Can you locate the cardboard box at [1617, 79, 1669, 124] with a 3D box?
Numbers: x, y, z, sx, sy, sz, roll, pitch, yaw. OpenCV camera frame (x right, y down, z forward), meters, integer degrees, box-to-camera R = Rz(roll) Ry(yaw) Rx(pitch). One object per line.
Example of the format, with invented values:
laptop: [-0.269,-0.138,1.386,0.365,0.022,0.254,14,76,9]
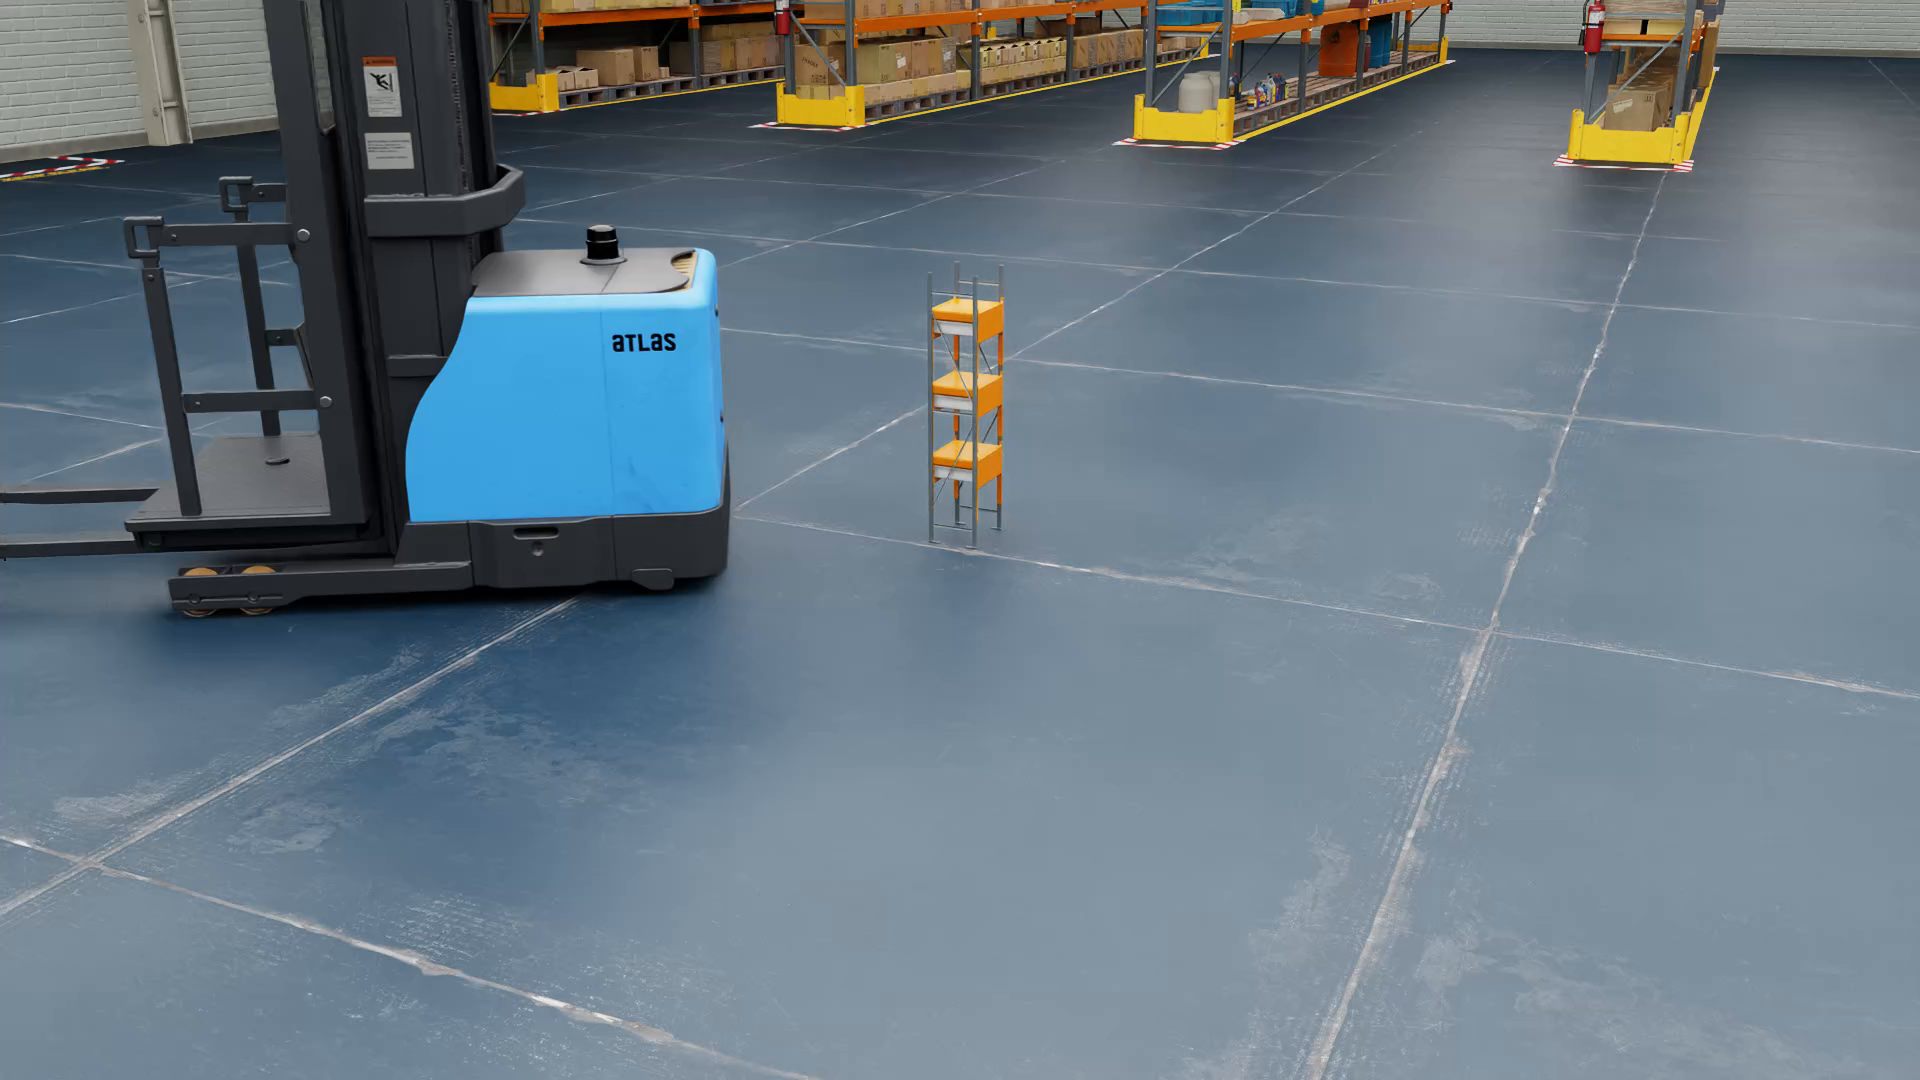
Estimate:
cardboard box: [7.976,-5.124,19.504,0.500,0.500,0.500,11,22,28]

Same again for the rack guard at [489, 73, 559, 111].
rack guard: [-6.308,-6.424,23.785,1.175,0.500,0.348,9,21,23]

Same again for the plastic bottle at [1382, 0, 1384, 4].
plastic bottle: [7.016,-9.118,27.815,0.152,0.276,0.135,9,21,23]

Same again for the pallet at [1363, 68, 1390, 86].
pallet: [6.761,-7.969,28.561,1.003,0.211,1.213,9,21,23]

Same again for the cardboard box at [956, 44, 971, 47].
cardboard box: [-0.068,-7.612,26.036,0.500,0.311,0.500,9,22,24]

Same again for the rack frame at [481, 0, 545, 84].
rack frame: [-6.339,-7.578,23.301,1.000,3.000,0.127,9,21,23]

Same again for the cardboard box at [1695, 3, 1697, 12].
cardboard box: [8.266,-6.505,19.691,0.875,0.500,0.500,9,21,23]

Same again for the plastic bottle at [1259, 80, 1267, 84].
plastic bottle: [4.113,-6.083,22.505,0.152,0.276,0.135,9,21,23]

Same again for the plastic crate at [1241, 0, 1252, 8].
plastic crate: [4.007,-7.270,22.526,0.767,0.338,0.504,9,21,23]

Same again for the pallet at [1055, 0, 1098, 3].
pallet: [1.672,-9.472,28.911,1.213,0.211,1.003,9,21,23]

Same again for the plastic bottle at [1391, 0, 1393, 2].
plastic bottle: [7.336,-9.357,28.487,0.152,0.276,0.135,9,21,23]

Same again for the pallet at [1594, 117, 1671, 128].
pallet: [8.115,-4.864,19.830,1.003,0.211,1.213,9,21,23]

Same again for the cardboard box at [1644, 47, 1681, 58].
cardboard box: [10.039,-6.995,23.616,0.500,0.250,0.500,11,22,29]

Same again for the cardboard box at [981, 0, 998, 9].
cardboard box: [0.369,-8.247,25.556,0.380,0.149,0.250,9,21,23]

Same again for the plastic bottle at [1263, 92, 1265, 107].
plastic bottle: [3.948,-5.785,21.778,0.097,0.201,0.097,0,20,0]

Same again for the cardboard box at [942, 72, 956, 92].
cardboard box: [-0.384,-6.701,24.313,0.500,0.250,0.500,9,21,23]

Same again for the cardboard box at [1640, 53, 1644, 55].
cardboard box: [10.238,-6.807,24.206,0.700,0.500,0.500,7,21,20]

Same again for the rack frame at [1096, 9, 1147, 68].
rack frame: [3.096,-10.568,31.708,1.000,3.000,0.127,9,21,23]

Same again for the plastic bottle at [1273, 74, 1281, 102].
plastic bottle: [4.258,-6.106,22.457,0.144,0.351,0.185,7,21,20]

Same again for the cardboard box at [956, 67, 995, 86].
cardboard box: [0.211,-7.114,25.473,0.500,0.250,0.500,8,21,21]

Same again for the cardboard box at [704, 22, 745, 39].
cardboard box: [-4.028,-8.706,28.426,0.500,0.250,0.500,8,21,21]

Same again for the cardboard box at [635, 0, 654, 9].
cardboard box: [-5.022,-8.246,25.373,0.500,0.250,0.500,8,21,22]

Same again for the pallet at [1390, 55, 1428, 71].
pallet: [8.377,-9.178,31.960,1.003,0.211,1.213,9,21,23]

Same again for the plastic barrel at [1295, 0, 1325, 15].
plastic barrel: [4.772,-7.754,23.048,0.600,0.901,0.708,9,21,23]

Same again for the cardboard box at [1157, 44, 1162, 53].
cardboard box: [3.810,-9.805,33.133,0.380,0.166,0.250,9,21,23]

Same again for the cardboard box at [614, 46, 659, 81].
cardboard box: [-5.089,-7.508,26.177,0.500,0.500,0.500,7,21,19]

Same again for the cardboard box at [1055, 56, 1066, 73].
cardboard box: [1.465,-8.053,28.113,0.500,0.250,0.500,9,22,24]

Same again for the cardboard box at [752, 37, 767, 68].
cardboard box: [-3.805,-8.529,29.048,0.700,0.500,0.500,8,21,22]

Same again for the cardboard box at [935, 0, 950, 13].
cardboard box: [-0.566,-7.871,23.975,0.700,0.500,0.500,8,21,22]

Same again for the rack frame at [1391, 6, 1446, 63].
rack frame: [9.251,-11.110,33.232,1.000,3.000,0.127,9,21,23]

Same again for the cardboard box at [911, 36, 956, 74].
cardboard box: [-0.386,-7.055,24.188,0.500,0.500,0.500,9,21,23]

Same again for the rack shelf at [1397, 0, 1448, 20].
rack shelf: [8.432,-10.160,31.633,1.077,0.370,4.000,9,21,23]

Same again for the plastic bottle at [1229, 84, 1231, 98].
plastic bottle: [3.522,-5.975,22.203,0.152,0.276,0.135,9,21,23]

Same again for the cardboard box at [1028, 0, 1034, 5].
cardboard box: [0.987,-8.829,27.194,0.380,0.149,0.250,10,22,27]

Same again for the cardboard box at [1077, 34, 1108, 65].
cardboard box: [2.324,-8.788,29.777,0.500,0.500,0.500,8,21,22]

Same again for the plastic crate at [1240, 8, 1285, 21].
plastic crate: [3.904,-6.786,21.467,0.530,0.136,0.437,9,21,23]

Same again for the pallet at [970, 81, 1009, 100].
pallet: [0.086,-7.039,25.947,1.003,0.211,1.213,9,21,23]

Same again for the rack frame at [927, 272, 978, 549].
rack frame: [-0.028,-0.474,6.234,0.200,1.050,0.008,9,21,23]

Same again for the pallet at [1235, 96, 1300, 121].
pallet: [4.024,-5.928,22.823,1.003,0.211,1.213,9,21,23]

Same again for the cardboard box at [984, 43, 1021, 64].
cardboard box: [0.637,-7.692,26.260,0.500,0.311,0.500,8,21,21]

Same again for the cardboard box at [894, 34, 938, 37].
cardboard box: [-0.655,-7.279,24.818,0.500,0.500,0.500,9,21,23]

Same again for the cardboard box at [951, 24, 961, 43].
cardboard box: [-0.392,-10.955,35.900,0.700,0.500,0.500,8,21,21]

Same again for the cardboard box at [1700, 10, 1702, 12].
cardboard box: [9.036,-6.537,20.750,0.380,0.149,0.250,9,21,23]

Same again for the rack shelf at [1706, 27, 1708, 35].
rack shelf: [11.313,-8.257,26.284,1.077,0.370,4.000,9,21,23]

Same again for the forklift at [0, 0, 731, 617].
forklift: [-2.394,-1.302,5.755,3.031,2.935,1.130,-2,20,-6]

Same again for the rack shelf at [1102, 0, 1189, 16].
rack shelf: [3.915,-10.840,33.547,1.077,0.370,4.000,9,21,23]

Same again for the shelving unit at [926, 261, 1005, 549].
shelving unit: [0.022,-0.511,6.339,0.215,1.050,0.252,9,21,23]

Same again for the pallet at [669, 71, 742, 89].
pallet: [-4.383,-7.725,27.876,1.003,0.211,1.213,9,21,23]

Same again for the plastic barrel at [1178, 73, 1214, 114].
plastic barrel: [2.899,-5.456,20.420,0.421,0.512,0.421,0,20,0]
